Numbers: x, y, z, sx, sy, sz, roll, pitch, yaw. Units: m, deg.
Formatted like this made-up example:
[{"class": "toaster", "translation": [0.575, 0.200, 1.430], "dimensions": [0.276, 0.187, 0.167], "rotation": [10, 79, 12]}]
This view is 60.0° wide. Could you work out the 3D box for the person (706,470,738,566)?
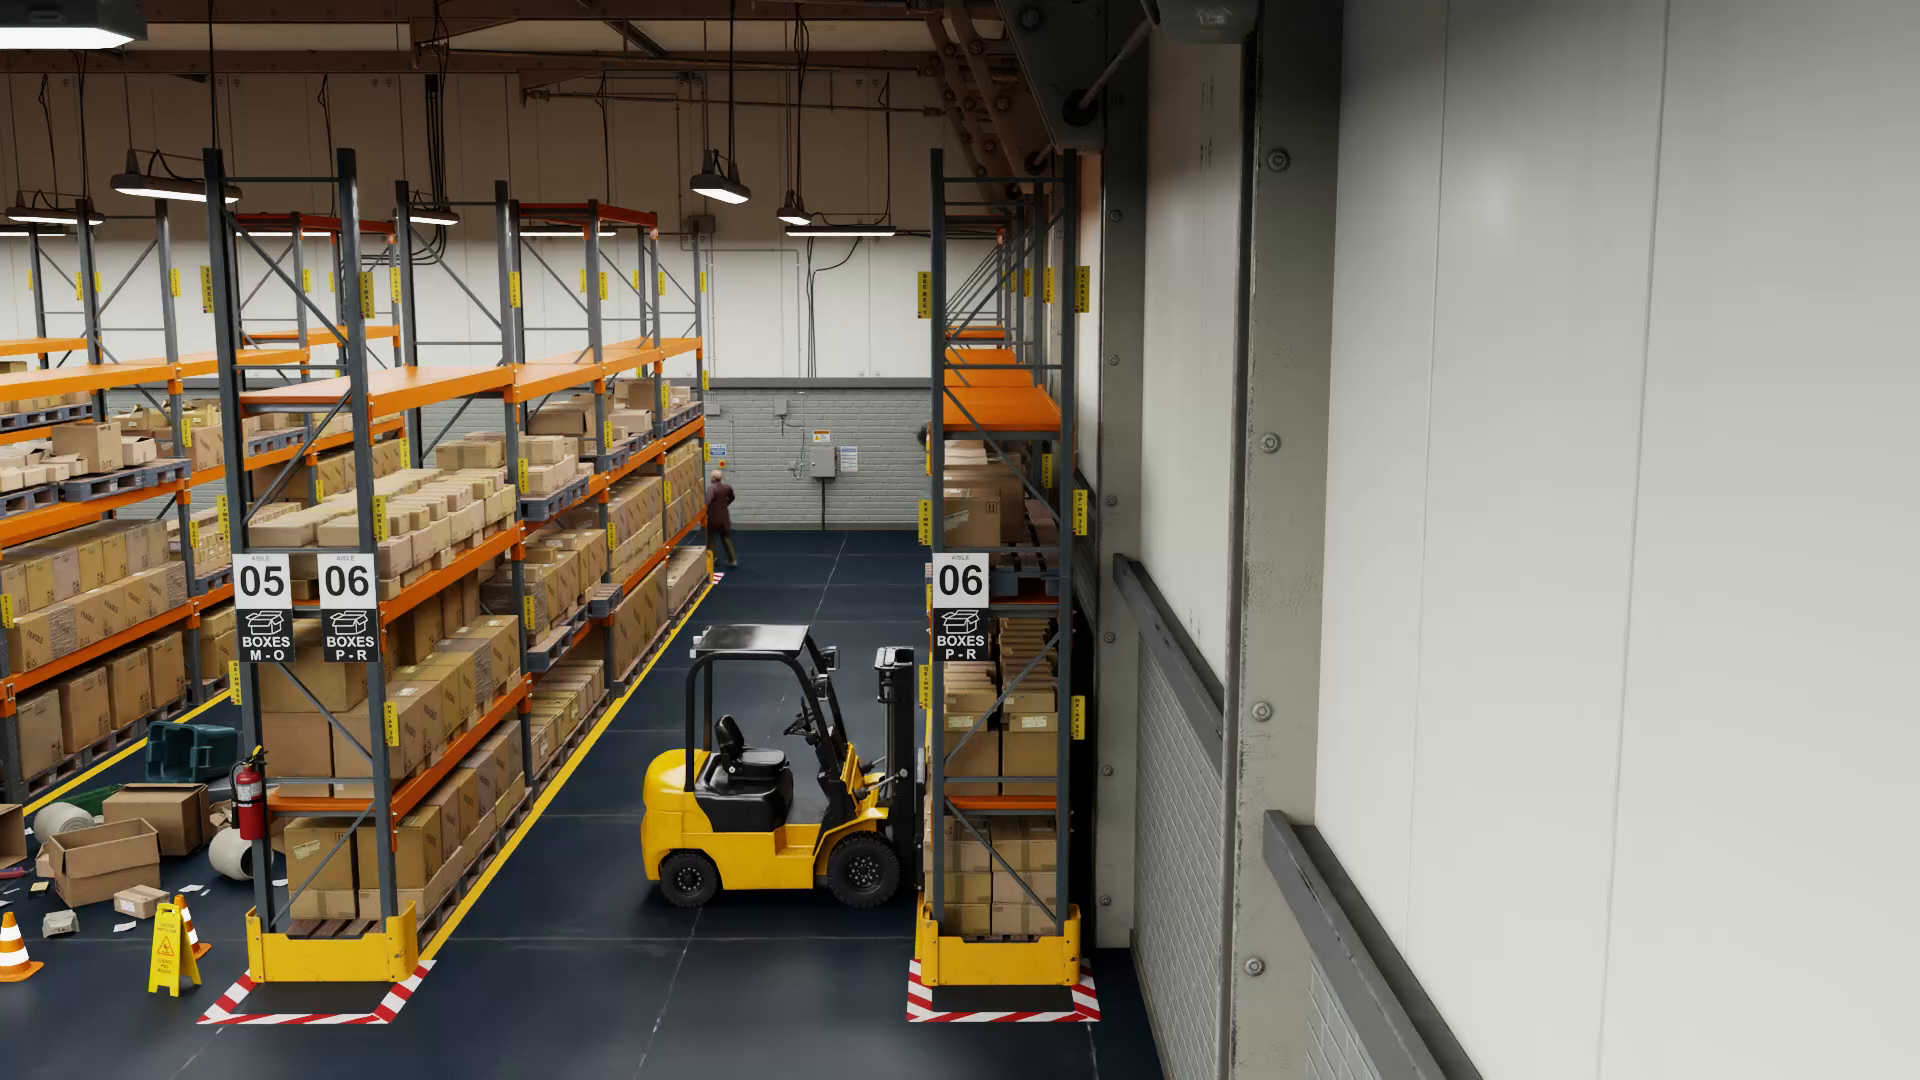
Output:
[{"class": "person", "translation": [-4.308, -0.354, 29.285], "dimensions": [0.759, 1.790, 0.772], "rotation": [-7, 12, -38]}]
